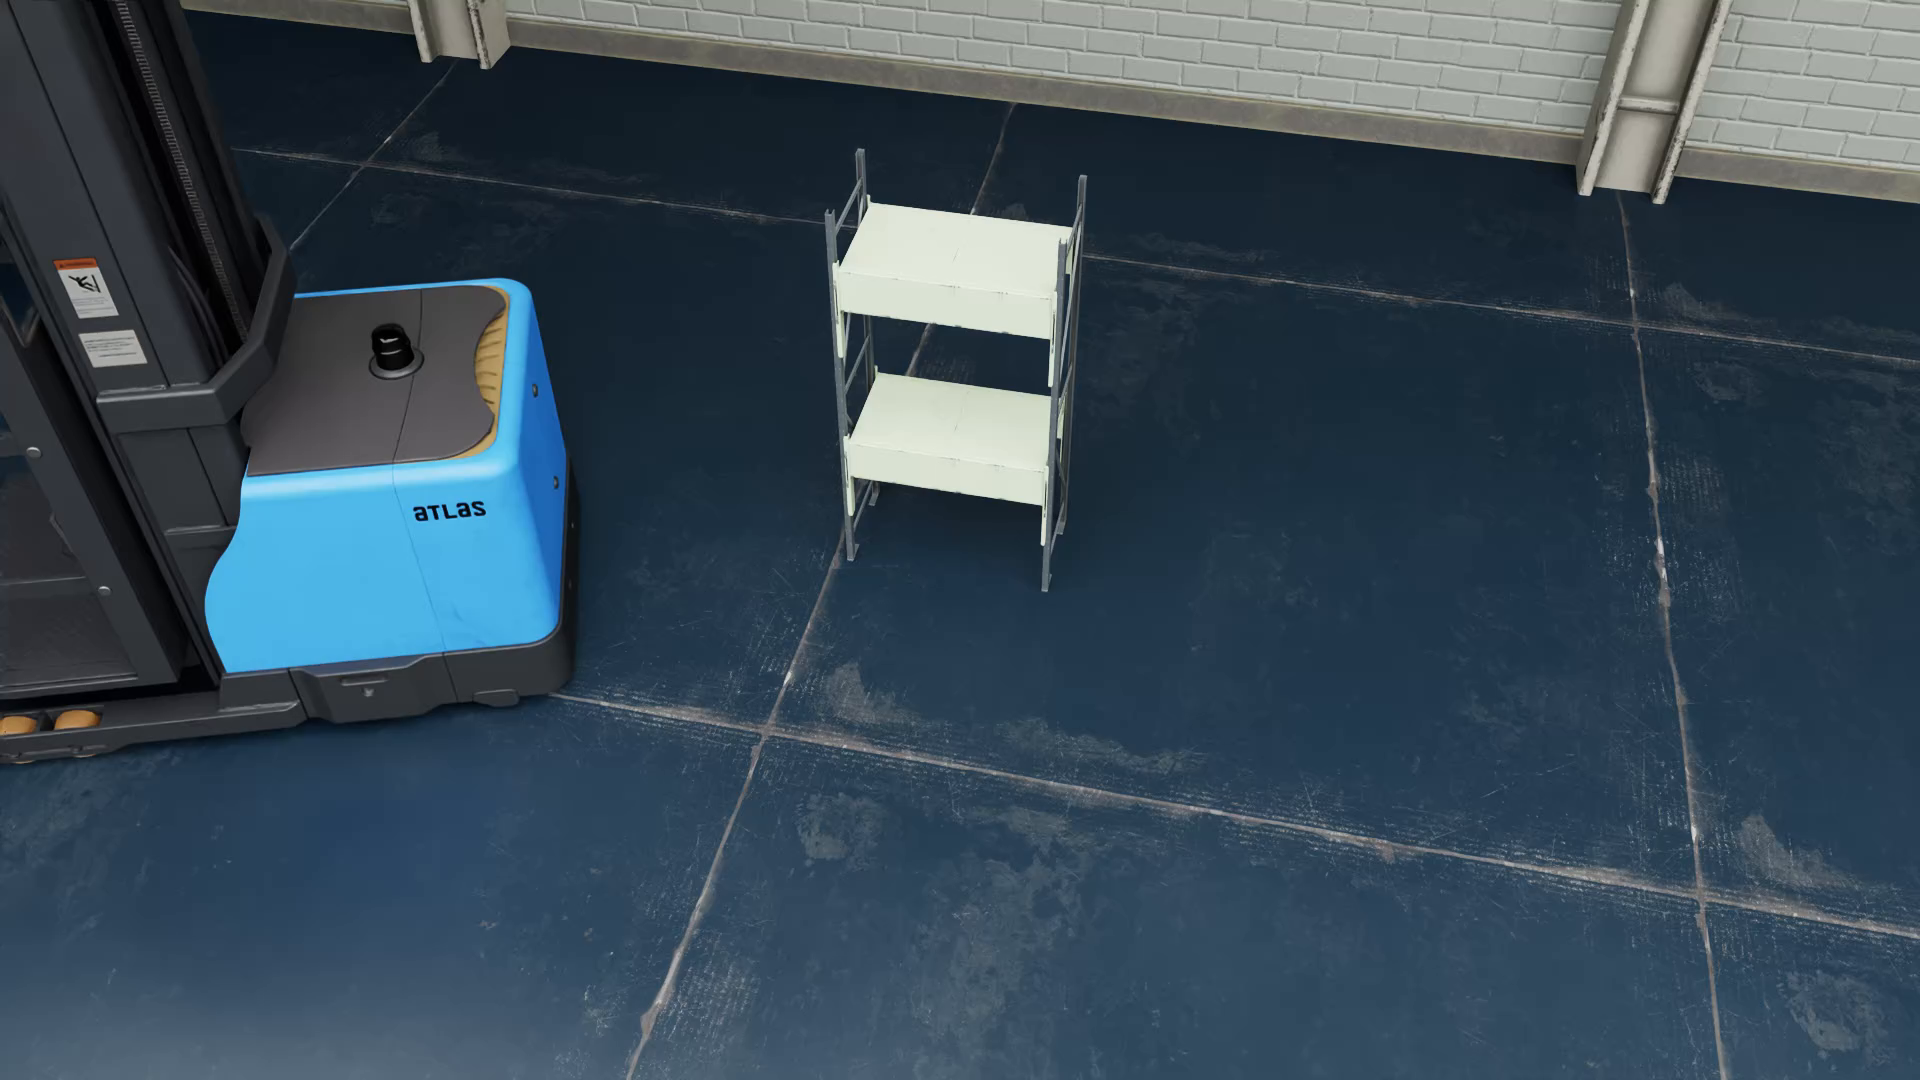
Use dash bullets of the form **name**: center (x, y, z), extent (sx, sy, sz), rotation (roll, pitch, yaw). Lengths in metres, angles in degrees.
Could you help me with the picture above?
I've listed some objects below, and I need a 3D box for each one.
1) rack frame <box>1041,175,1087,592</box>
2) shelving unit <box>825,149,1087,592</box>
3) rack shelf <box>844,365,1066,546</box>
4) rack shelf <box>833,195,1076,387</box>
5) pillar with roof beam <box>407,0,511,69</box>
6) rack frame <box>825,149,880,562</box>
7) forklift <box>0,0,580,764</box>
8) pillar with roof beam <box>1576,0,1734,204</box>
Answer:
- **rack frame**: center (0.351, -0.486, 5.673), extent (0.023, 1.500, 0.400), rotation (9, 45, 9)
- **shelving unit**: center (-0.007, -0.541, 5.731), extent (0.755, 1.500, 0.431), rotation (9, 45, 9)
- **rack shelf**: center (-0.007, -0.306, 5.957), extent (0.720, 0.370, 0.431), rotation (9, 45, 9)
- **rack shelf**: center (-0.007, -0.823, 5.460), extent (0.720, 0.370, 0.431), rotation (9, 45, 9)
- **pillar with roof beam**: center (-3.604, -2.969, 2.845), extent (0.400, 9.000, 9.100), rotation (9, 45, 9)
- **rack frame**: center (-0.364, -0.597, 5.789), extent (0.023, 1.500, 0.400), rotation (9, 45, 9)
- **forklift**: center (-2.880, -0.711, 4.875), extent (3.031, 2.935, 1.130), rotation (-5, 44, -6)
- **pillar with roof beam**: center (2.251, -2.060, 1.901), extent (0.400, 9.000, 9.100), rotation (9, 45, 9)
